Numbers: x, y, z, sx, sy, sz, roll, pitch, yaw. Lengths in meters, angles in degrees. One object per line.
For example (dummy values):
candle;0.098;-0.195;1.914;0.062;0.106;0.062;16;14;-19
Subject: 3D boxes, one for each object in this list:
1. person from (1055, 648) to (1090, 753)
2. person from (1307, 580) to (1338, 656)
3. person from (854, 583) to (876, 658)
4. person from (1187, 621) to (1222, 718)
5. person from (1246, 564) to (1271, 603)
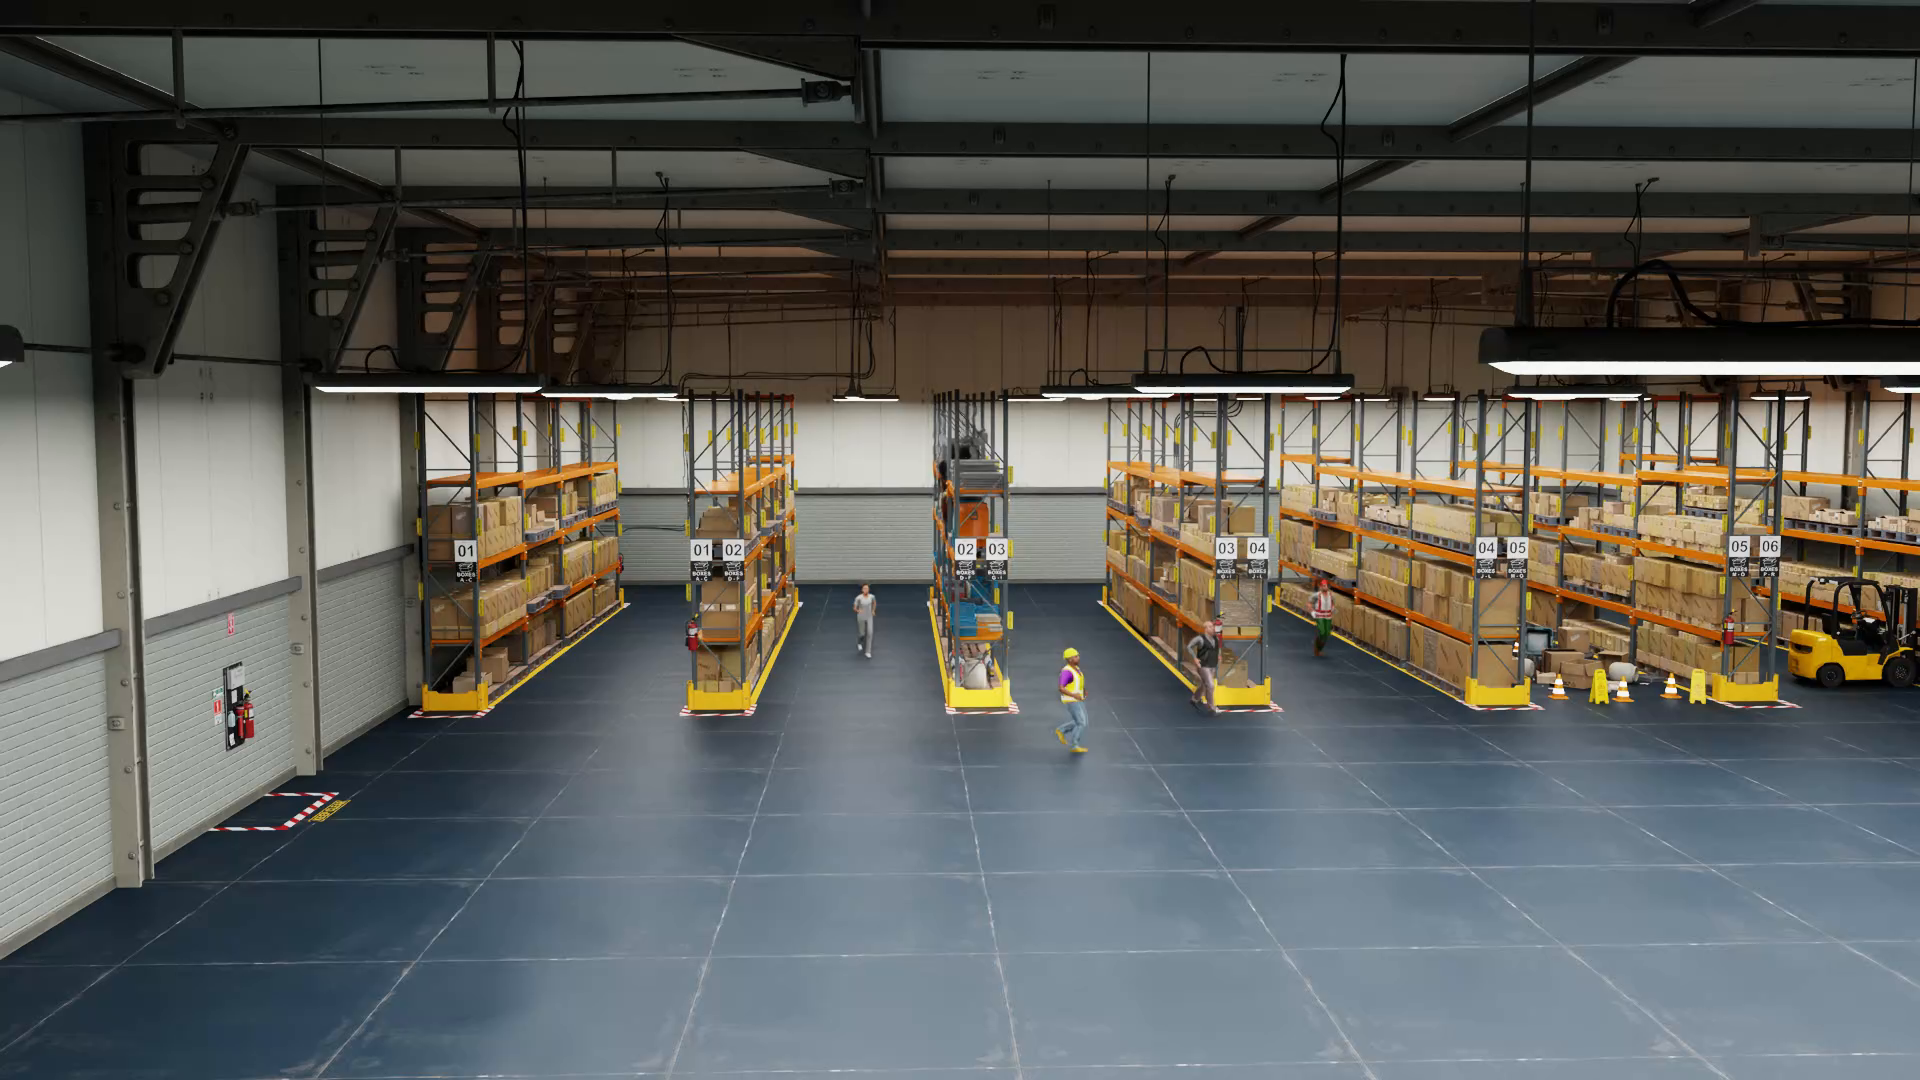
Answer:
person;1.827;2.634;27.349;0.609;1.717;0.697;2;5;21
person;8.219;1.772;37.543;0.633;1.740;0.619;-1;5;-15
person;-2.165;1.803;37.886;0.550;1.656;0.926;-1;5;-14
person;4.528;2.370;30.655;0.663;1.759;0.840;-3;6;-36
person;8.057;1.198;44.901;0.700;1.748;0.614;0;5;1
